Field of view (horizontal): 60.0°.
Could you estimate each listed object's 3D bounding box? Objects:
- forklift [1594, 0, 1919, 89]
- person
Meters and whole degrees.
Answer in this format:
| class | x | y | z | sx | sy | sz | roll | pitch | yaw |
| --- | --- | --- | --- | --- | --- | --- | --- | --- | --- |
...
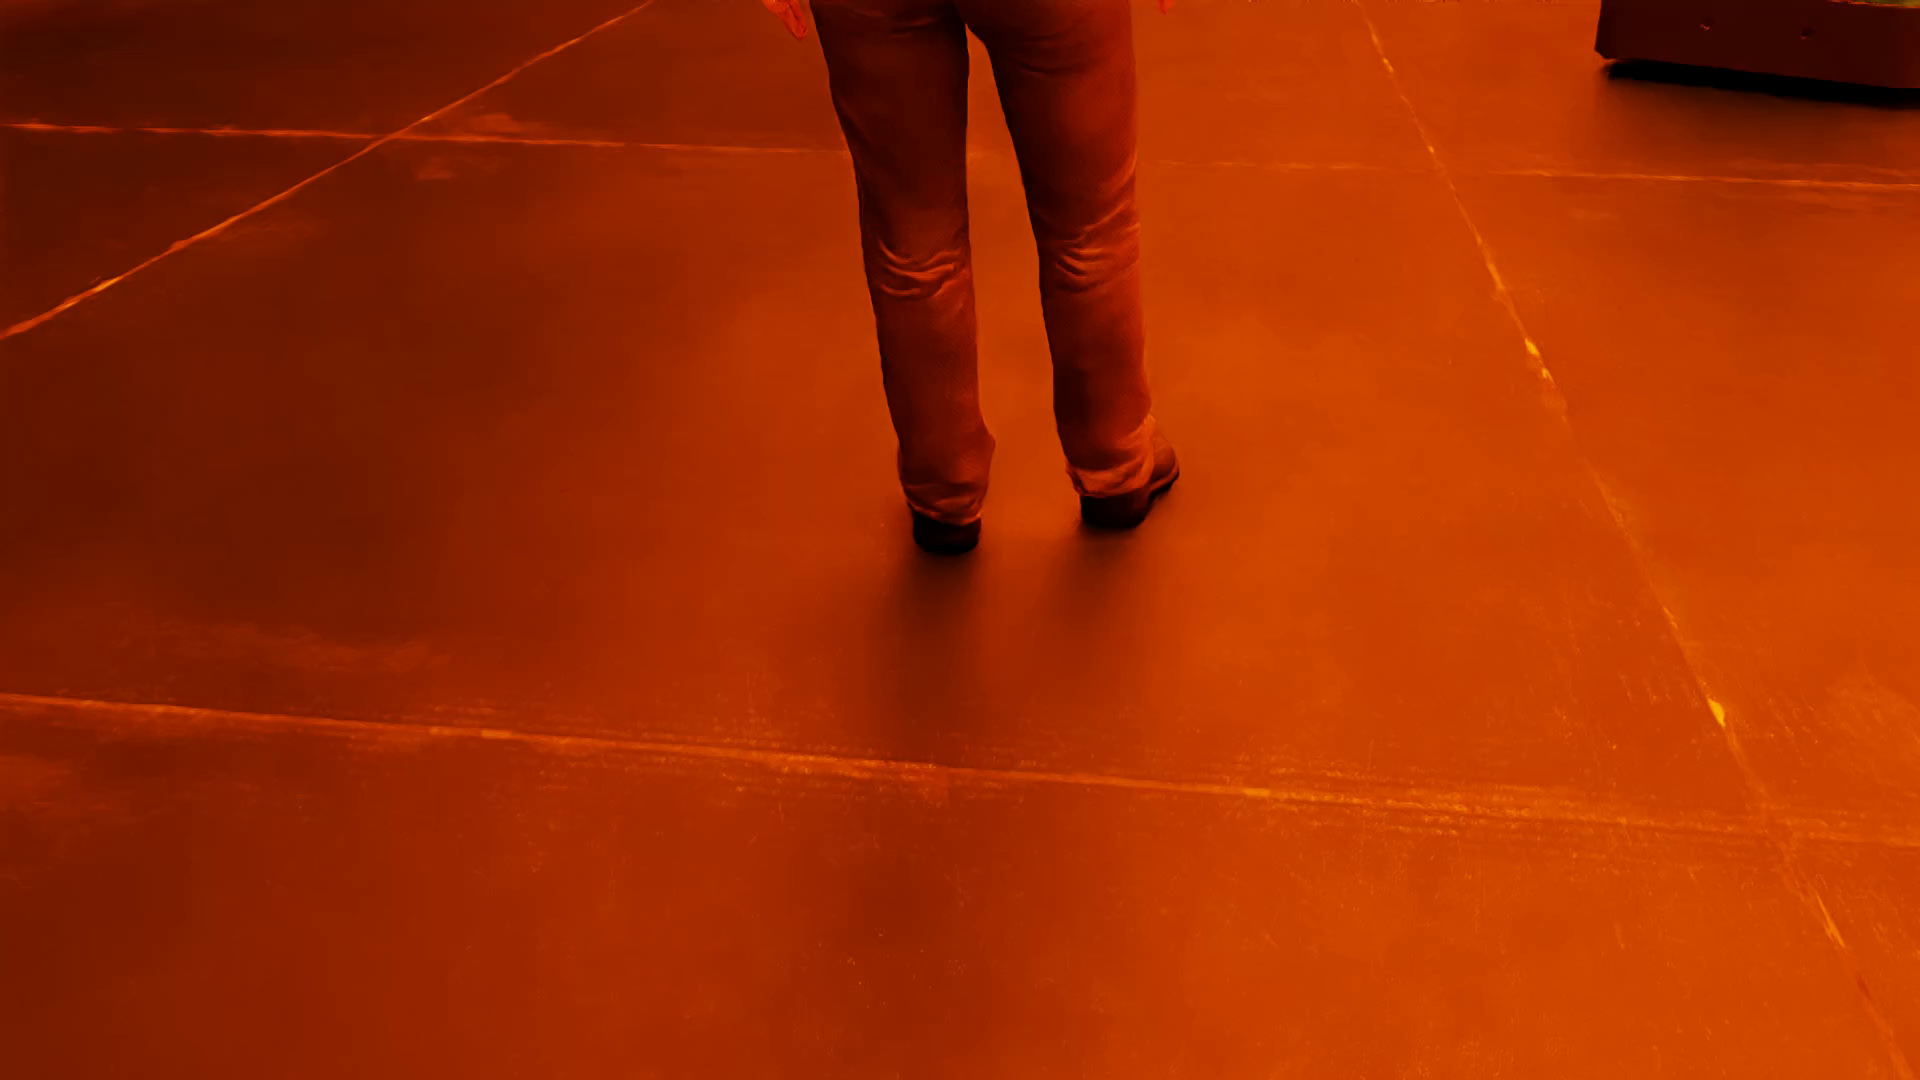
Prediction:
| class | x | y | z | sx | sy | sz | roll | pitch | yaw |
| --- | --- | --- | --- | --- | --- | --- | --- | --- | --- |
| forklift | 3.465 | -3.297 | 5.826 | 1.130 | 2.935 | 3.031 | 19 | 32 | 33 |
| person | 0.017 | -0.807 | 2.174 | 0.632 | 1.720 | 0.551 | 3 | 27 | 7 |
